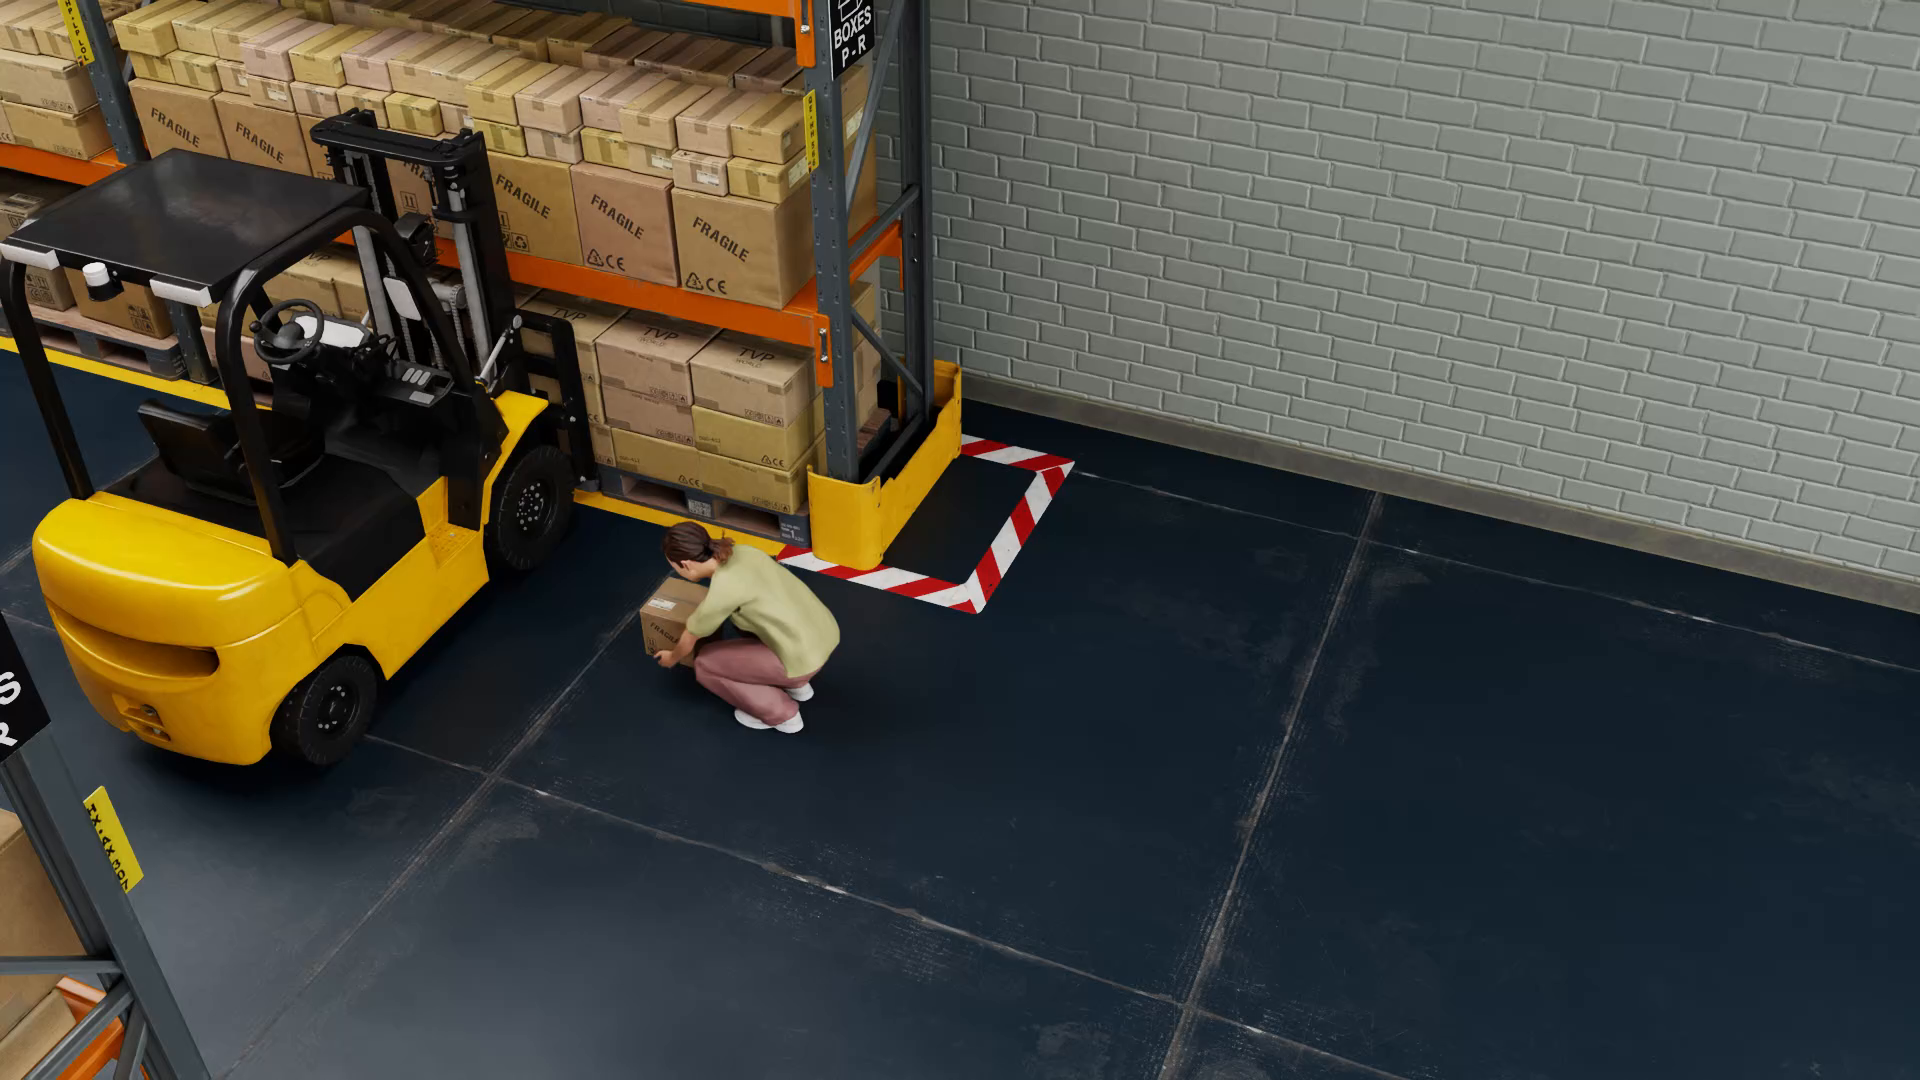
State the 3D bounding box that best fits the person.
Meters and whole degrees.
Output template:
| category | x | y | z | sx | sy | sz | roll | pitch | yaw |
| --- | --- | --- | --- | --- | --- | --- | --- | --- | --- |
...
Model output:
| category | x | y | z | sx | sy | sz | roll | pitch | yaw |
| --- | --- | --- | --- | --- | --- | --- | --- | --- | --- |
| person | -0.907 | 0.334 | 7.003 | 0.798 | 0.931 | 0.475 | 14 | 40 | 18 |
